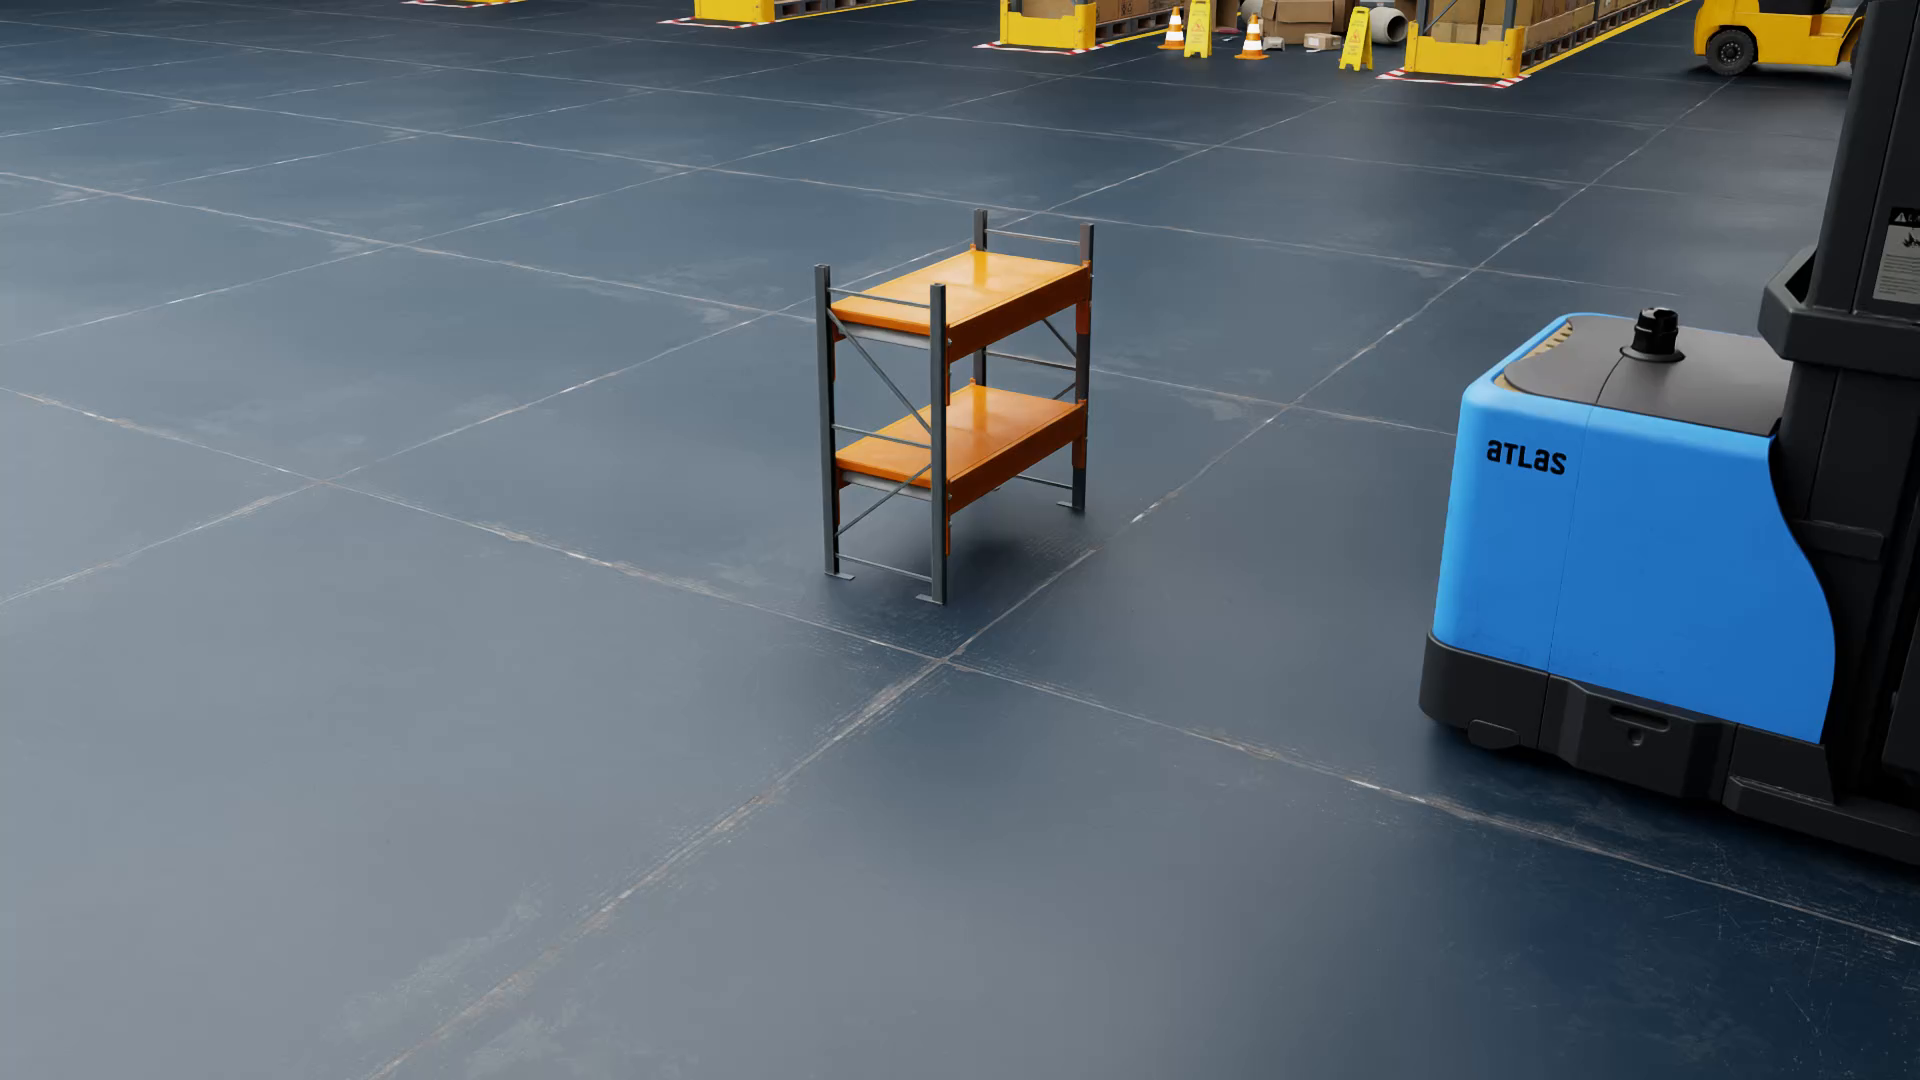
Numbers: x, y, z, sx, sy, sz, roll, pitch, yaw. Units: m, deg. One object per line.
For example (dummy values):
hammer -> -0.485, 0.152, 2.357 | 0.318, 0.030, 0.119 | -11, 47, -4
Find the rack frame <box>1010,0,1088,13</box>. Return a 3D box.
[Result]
rack frame -> 1.062, -7.351, 19.455 | 1.000, 3.000, 0.127 | 14, 27, 29

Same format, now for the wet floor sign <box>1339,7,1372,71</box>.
wet floor sign -> 4.311, -5.428, 17.975 | 0.232, 0.644, 0.267 | -17, 29, -35

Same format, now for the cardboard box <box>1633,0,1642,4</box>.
cardboard box -> 8.851, -7.595, 22.799 | 0.950, 0.372, 0.625 | 13, 27, 28

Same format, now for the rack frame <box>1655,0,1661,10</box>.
rack frame -> 9.540, -9.048, 23.375 | 1.000, 3.000, 0.127 | 14, 27, 29

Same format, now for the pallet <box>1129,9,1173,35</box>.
pallet -> 2.061, -6.768, 21.618 | 1.003, 0.211, 1.213 | 14, 27, 29

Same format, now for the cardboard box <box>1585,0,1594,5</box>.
cardboard box -> 7.346, -6.717, 19.979 | 0.500, 0.500, 0.500 | 13, 27, 28

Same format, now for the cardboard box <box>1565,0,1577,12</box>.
cardboard box -> 6.811, -6.373, 19.183 | 0.500, 0.500, 0.500 | 15, 28, 32

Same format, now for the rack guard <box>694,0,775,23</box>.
rack guard -> -3.059, -7.303, 22.491 | 1.175, 0.500, 0.348 | 14, 27, 29

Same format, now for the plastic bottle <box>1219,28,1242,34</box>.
plastic bottle -> 3.431, -6.447, 21.065 | 0.283, 0.061, 0.133 | 5, 24, 11

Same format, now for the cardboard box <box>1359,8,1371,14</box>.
cardboard box -> 5.177, -6.618, 21.203 | 0.258, 0.266, 0.396 | -3, 24, -7

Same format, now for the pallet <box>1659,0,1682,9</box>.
pallet -> 10.020, -8.019, 24.507 | 1.003, 0.211, 1.213 | 14, 27, 29

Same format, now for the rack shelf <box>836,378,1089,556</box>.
rack shelf -> 0.004, -0.294, 6.129 | 0.538, 0.278, 1.000 | 14, 27, 29

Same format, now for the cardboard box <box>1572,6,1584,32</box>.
cardboard box -> 7.074, -6.191, 19.708 | 0.500, 0.250, 0.500 | 13, 27, 28

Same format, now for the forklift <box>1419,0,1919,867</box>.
forklift -> 2.862, -0.600, 3.946 | 3.031, 2.935, 1.130 | 15, 28, 31

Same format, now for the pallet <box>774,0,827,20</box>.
pallet -> -2.600, -7.437, 23.164 | 1.003, 0.211, 1.213 | 14, 27, 29

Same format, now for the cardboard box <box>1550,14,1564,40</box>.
cardboard box -> 6.533, -5.851, 18.921 | 0.500, 0.250, 0.500 | 16, 28, 32

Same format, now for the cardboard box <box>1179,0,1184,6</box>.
cardboard box -> 2.780, -7.721, 22.456 | 0.875, 0.875, 0.875 | 14, 27, 30

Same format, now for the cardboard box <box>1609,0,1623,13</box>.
cardboard box -> 8.081, -7.106, 21.667 | 0.950, 0.372, 0.625 | 16, 28, 32

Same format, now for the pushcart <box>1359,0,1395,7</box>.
pushcart -> 5.467, -6.955, 21.842 | 1.648, 0.377, 0.936 | 5, 24, 11

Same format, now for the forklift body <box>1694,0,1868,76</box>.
forklift body -> 8.990, -5.942, 17.268 | 2.313, 2.155, 1.214 | 14, 27, 29

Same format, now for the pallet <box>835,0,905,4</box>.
pallet -> -1.313, -8.261, 25.067 | 1.003, 0.211, 1.213 | 14, 27, 29

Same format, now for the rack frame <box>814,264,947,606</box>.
rack frame -> -0.265, -0.347, 5.635 | 0.500, 1.125, 0.032 | 14, 27, 29

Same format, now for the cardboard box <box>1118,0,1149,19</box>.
cardboard box -> 1.825, -7.109, 21.041 | 0.875, 0.875, 0.875 | 13, 27, 28

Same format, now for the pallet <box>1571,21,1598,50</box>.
pallet -> 7.106, -6.184, 20.270 | 1.003, 0.211, 1.213 | 14, 27, 29

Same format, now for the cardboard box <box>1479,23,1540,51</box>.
cardboard box -> 5.981, -5.493, 18.096 | 0.500, 0.250, 0.500 | 14, 27, 29

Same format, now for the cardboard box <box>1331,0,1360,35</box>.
cardboard box -> 4.582, -6.705, 20.935 | 0.797, 0.637, 0.503 | 14, 27, 29

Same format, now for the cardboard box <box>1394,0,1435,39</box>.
cardboard box -> 5.709, -6.475, 20.576 | 0.500, 0.500, 0.500 | -7, 24, -17

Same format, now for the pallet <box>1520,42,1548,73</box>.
pallet -> 5.819, -5.361, 18.367 | 1.003, 0.211, 1.213 | 14, 27, 29

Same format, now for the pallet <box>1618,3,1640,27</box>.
pallet -> 8.482, -7.095, 22.373 | 1.003, 0.211, 1.213 | 14, 27, 29

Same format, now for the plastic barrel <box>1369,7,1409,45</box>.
plastic barrel -> 5.124, -6.180, 19.993 | 0.421, 0.421, 0.512 | -7, 24, -17

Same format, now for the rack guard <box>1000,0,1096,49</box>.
rack guard -> 1.049, -6.196, 19.933 | 1.175, 0.500, 0.348 | 14, 27, 29

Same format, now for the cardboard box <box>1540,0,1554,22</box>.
cardboard box -> 6.265, -6.023, 18.375 | 0.500, 0.500, 0.500 | 13, 26, 27

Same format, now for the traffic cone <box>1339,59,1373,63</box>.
traffic cone -> 4.451, -5.599, 18.601 | 0.336, 0.463, 0.334 | 14, 27, 29

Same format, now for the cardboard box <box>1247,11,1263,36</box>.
cardboard box -> 3.830, -6.480, 20.885 | 0.396, 0.266, 0.258 | 20, 30, 38

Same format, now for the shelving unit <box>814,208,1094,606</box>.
shelving unit -> 0.004, -0.518, 6.032 | 0.538, 1.125, 1.048 | 14, 27, 29

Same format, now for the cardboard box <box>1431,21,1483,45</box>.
cardboard box -> 5.531, -5.616, 18.380 | 0.500, 0.250, 0.500 | 14, 27, 29

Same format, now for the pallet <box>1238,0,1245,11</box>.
pallet -> 3.515, -7.698, 23.766 | 1.003, 0.211, 1.213 | 14, 27, 29
